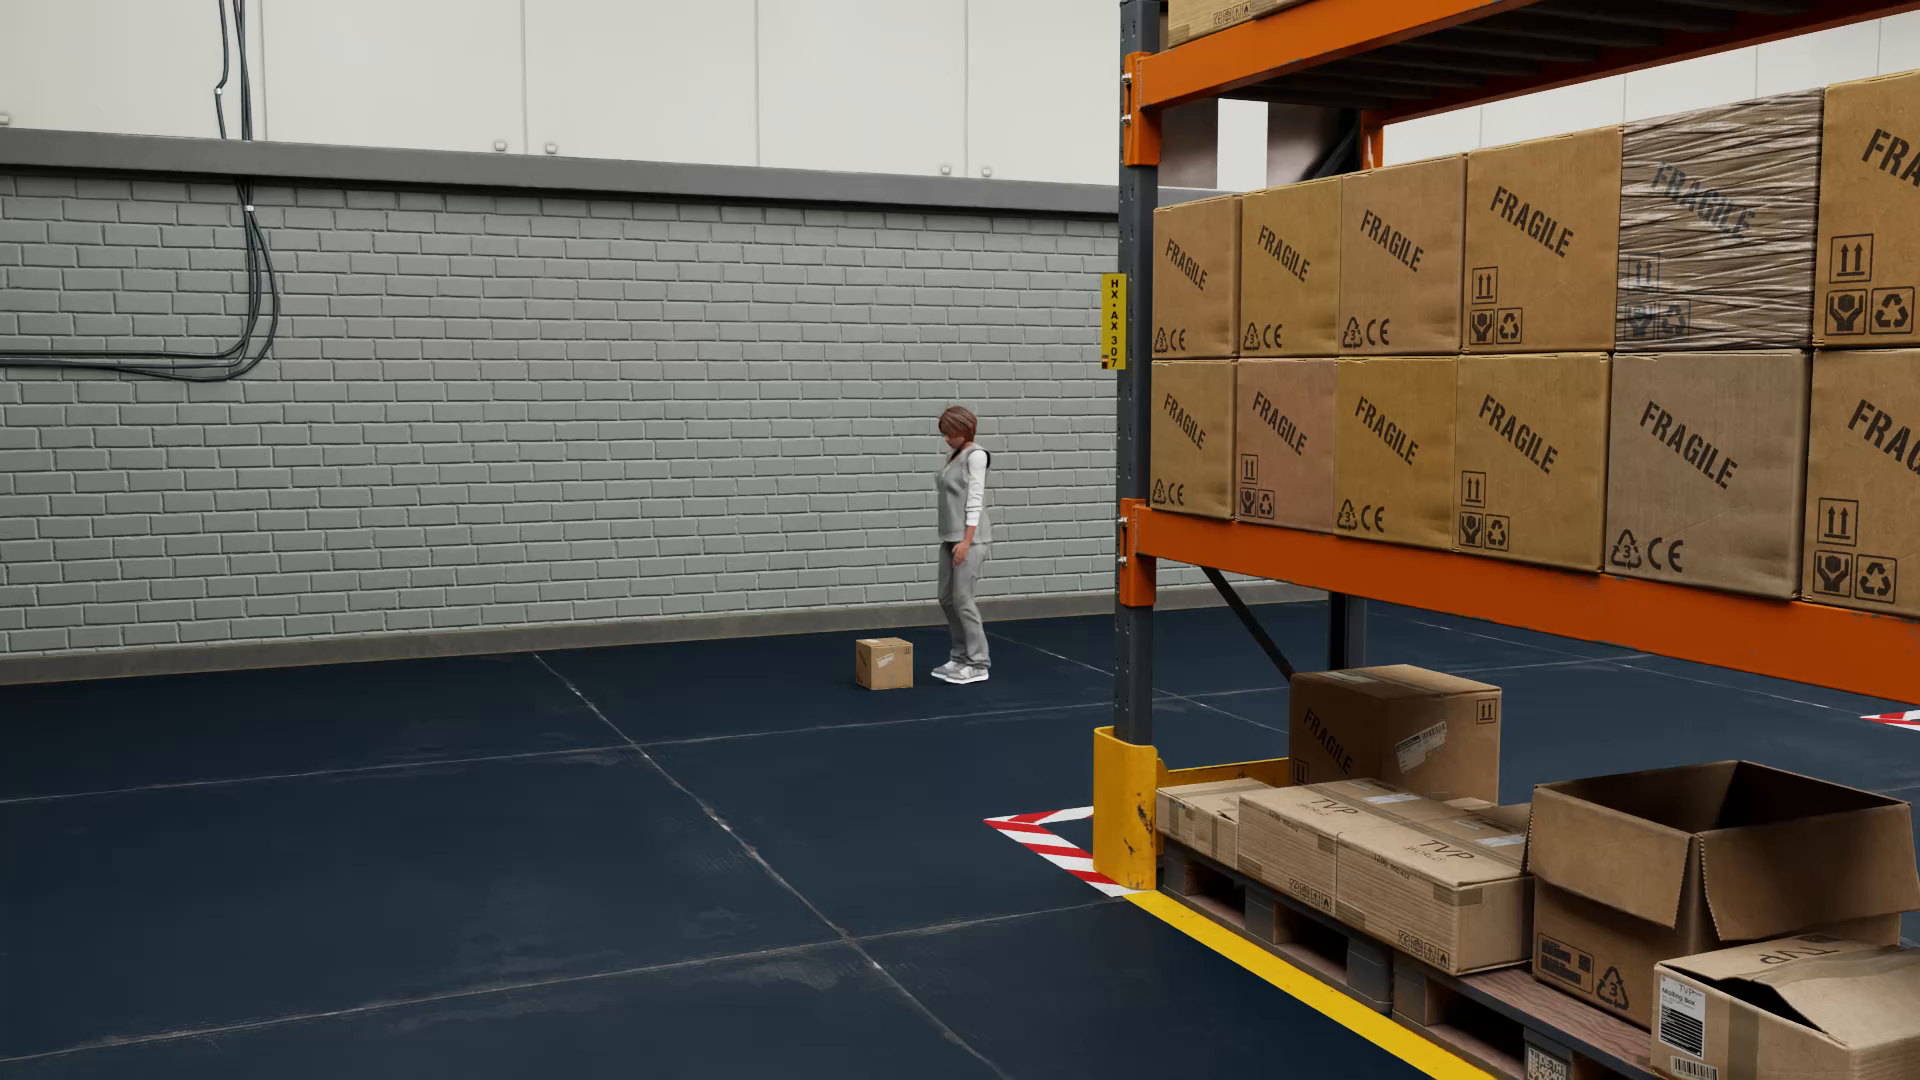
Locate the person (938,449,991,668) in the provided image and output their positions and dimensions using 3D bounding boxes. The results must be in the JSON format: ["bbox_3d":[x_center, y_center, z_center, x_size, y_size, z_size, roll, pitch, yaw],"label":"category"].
[{"bbox_3d":[0.030,0.105,9.552,0.277,1.280,0.410,-2,6,-23],"label":"person"}]
